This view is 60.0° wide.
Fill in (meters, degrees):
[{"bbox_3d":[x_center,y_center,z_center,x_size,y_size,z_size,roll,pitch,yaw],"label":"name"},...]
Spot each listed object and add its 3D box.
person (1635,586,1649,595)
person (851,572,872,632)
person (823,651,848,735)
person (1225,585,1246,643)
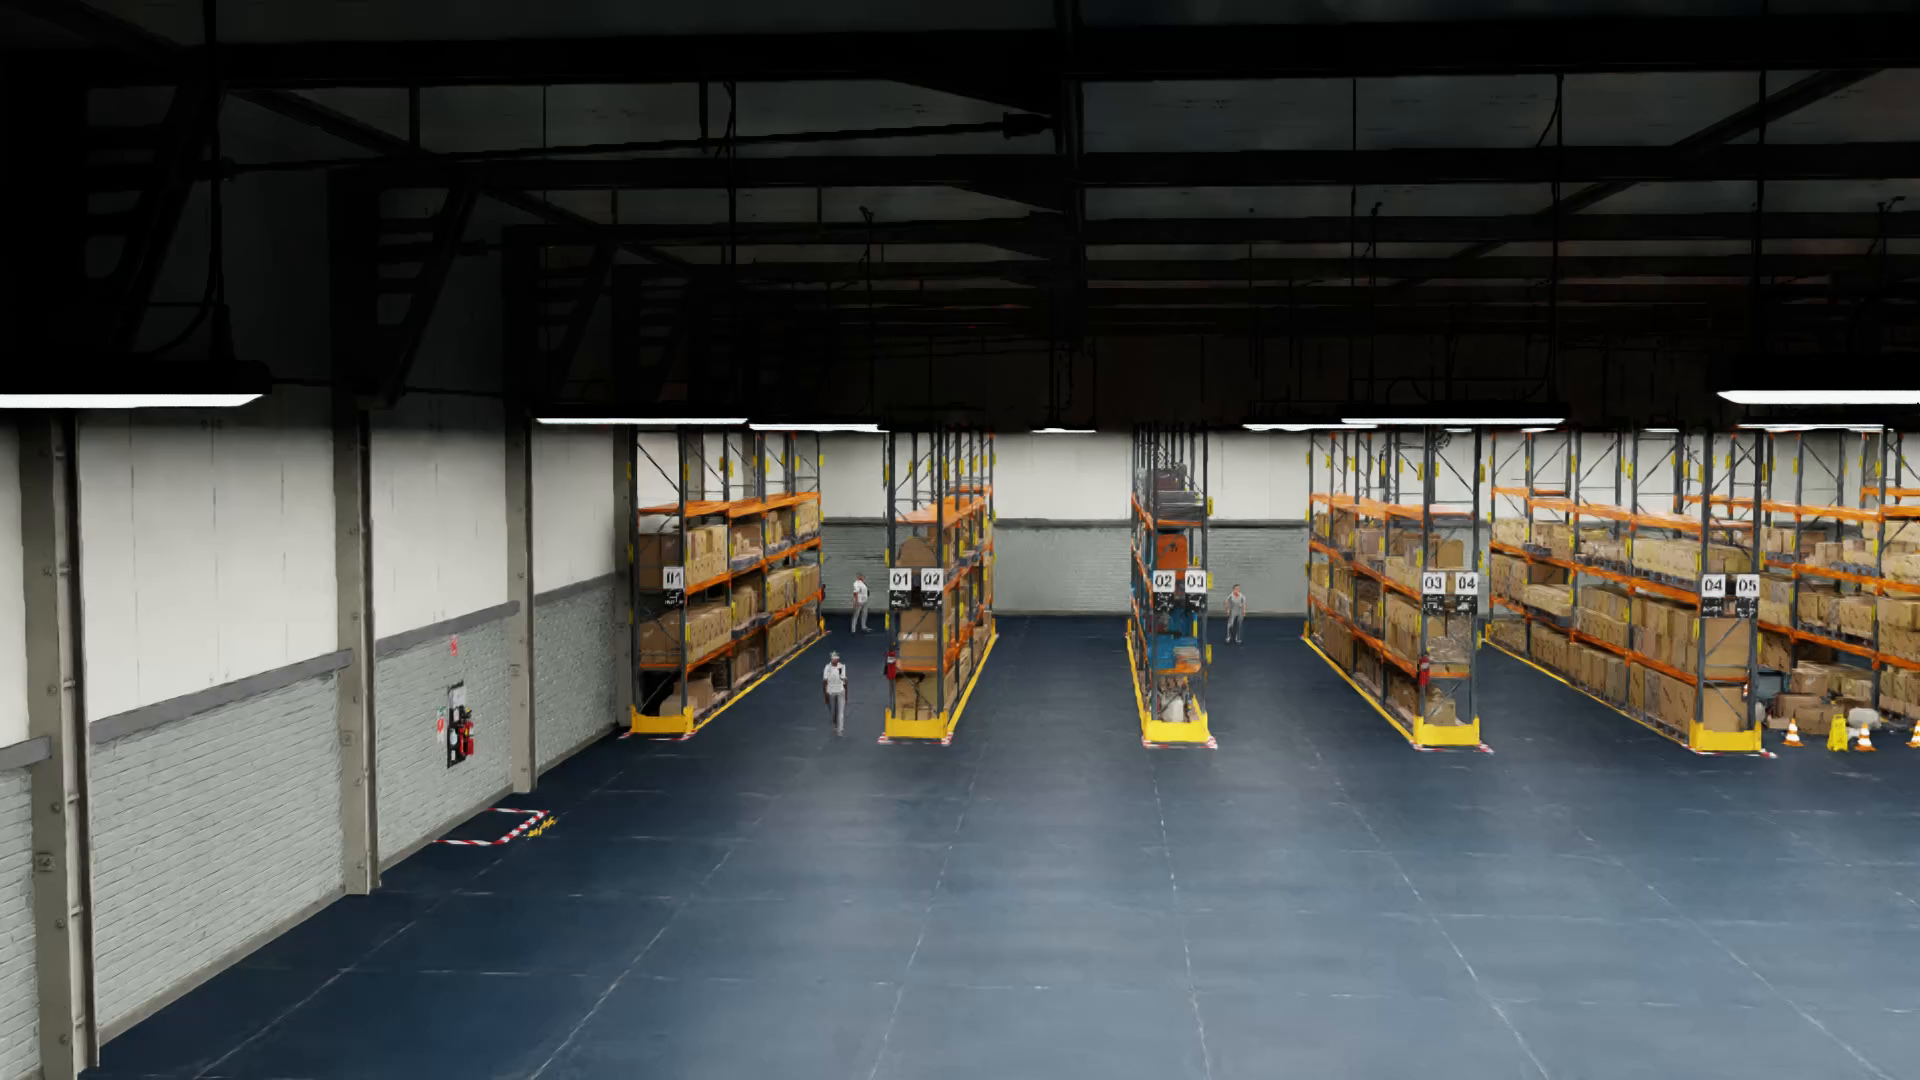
[{"bbox_3d":[20.062,1.758,48.975,0.612,1.762,0.593,-2,4,-28],"label":"person"},{"bbox_3d":[-2.898,1.789,48.225,0.480,1.759,0.652,2,4,29],"label":"person"},{"bbox_3d":[-2.388,2.898,31.788,0.455,1.585,1.088,0,4,3],"label":"person"},{"bbox_3d":[7.587,2.025,45.785,0.580,1.618,0.507,0,4,2],"label":"person"}]
